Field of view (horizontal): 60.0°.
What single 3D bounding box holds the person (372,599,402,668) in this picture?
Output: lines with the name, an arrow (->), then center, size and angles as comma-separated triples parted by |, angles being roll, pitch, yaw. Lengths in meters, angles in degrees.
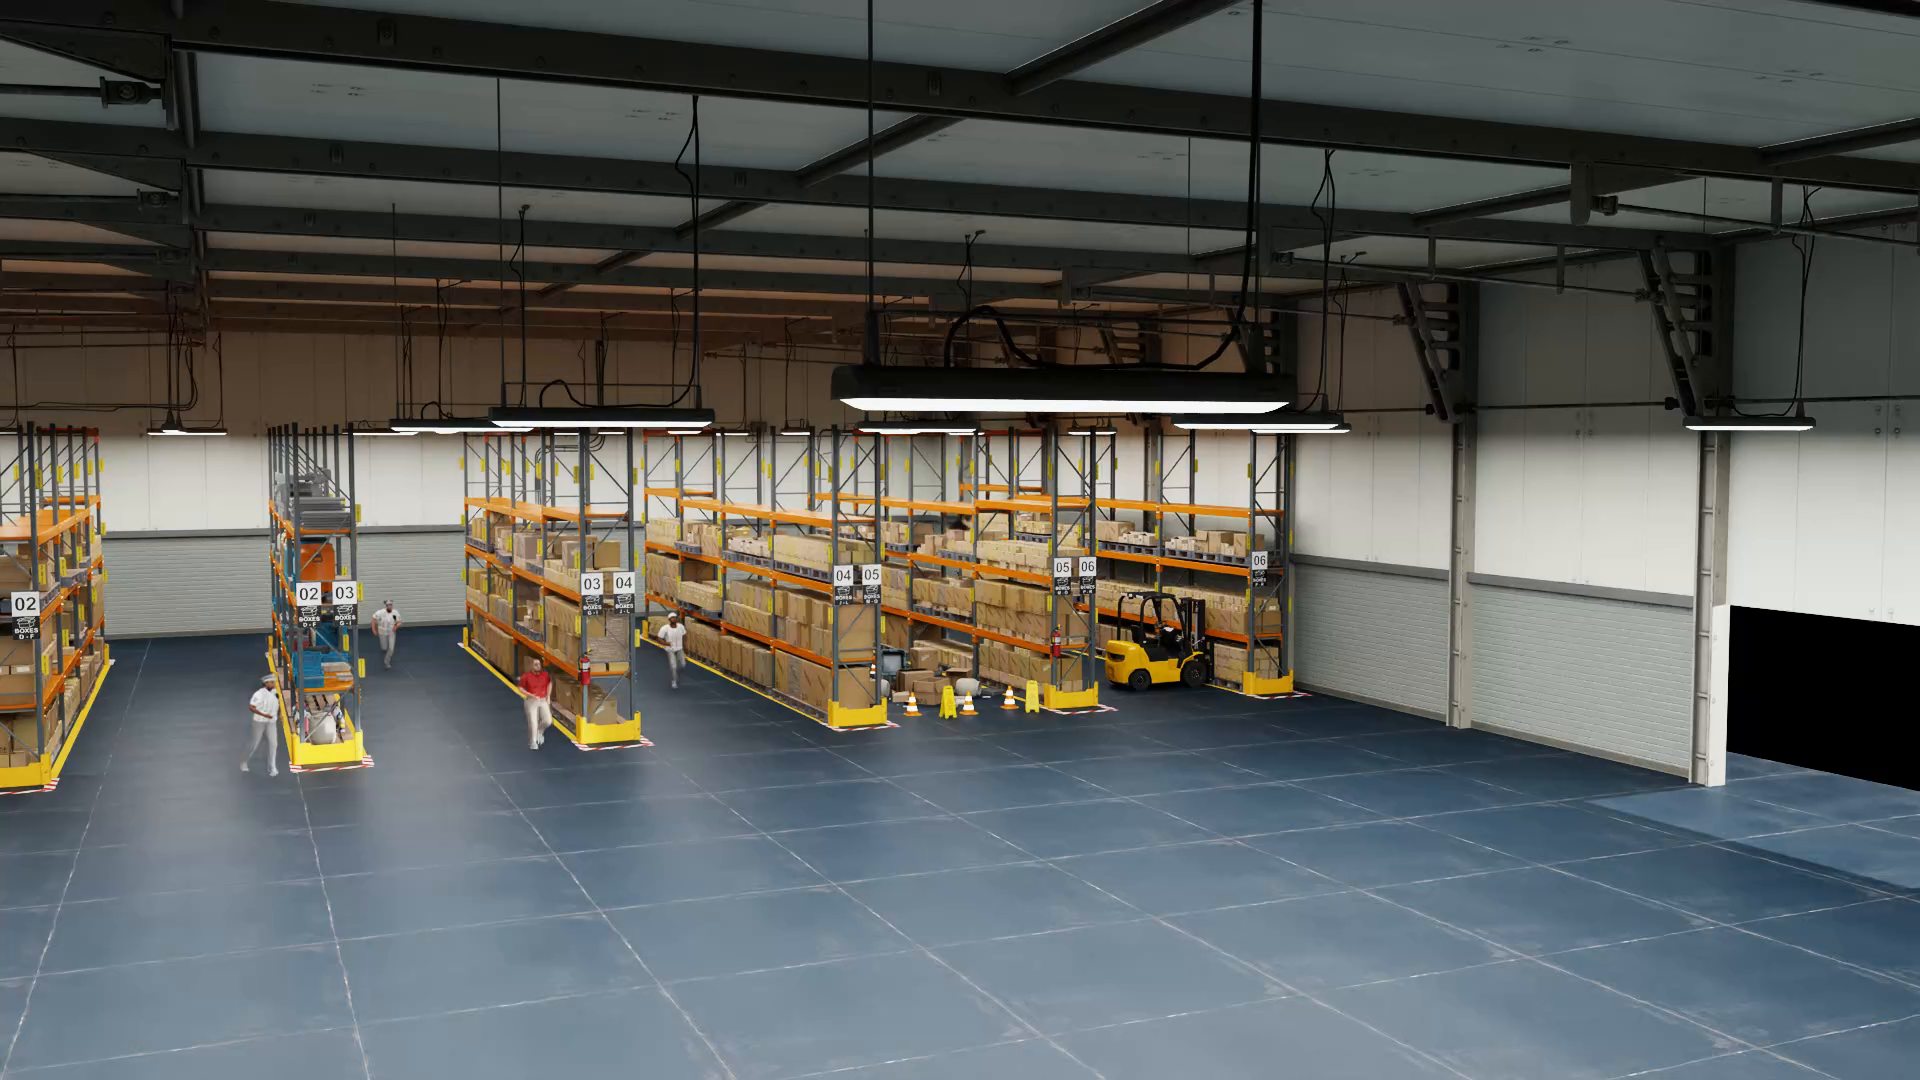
person -> -14.330, 2.338, 41.601 | 0.702, 1.739, 0.704 | -2, 4, -27

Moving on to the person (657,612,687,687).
person -> -6.591, 2.524, 38.289 | 0.760, 1.721, 0.557 | -2, 4, -33

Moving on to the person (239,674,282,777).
person -> -11.872, 3.144, 28.463 | 0.848, 1.712, 0.662 | 3, 4, 36

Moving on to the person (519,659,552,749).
person -> -7.782, 3.022, 30.641 | 0.666, 1.679, 0.641 | -2, 4, -34
